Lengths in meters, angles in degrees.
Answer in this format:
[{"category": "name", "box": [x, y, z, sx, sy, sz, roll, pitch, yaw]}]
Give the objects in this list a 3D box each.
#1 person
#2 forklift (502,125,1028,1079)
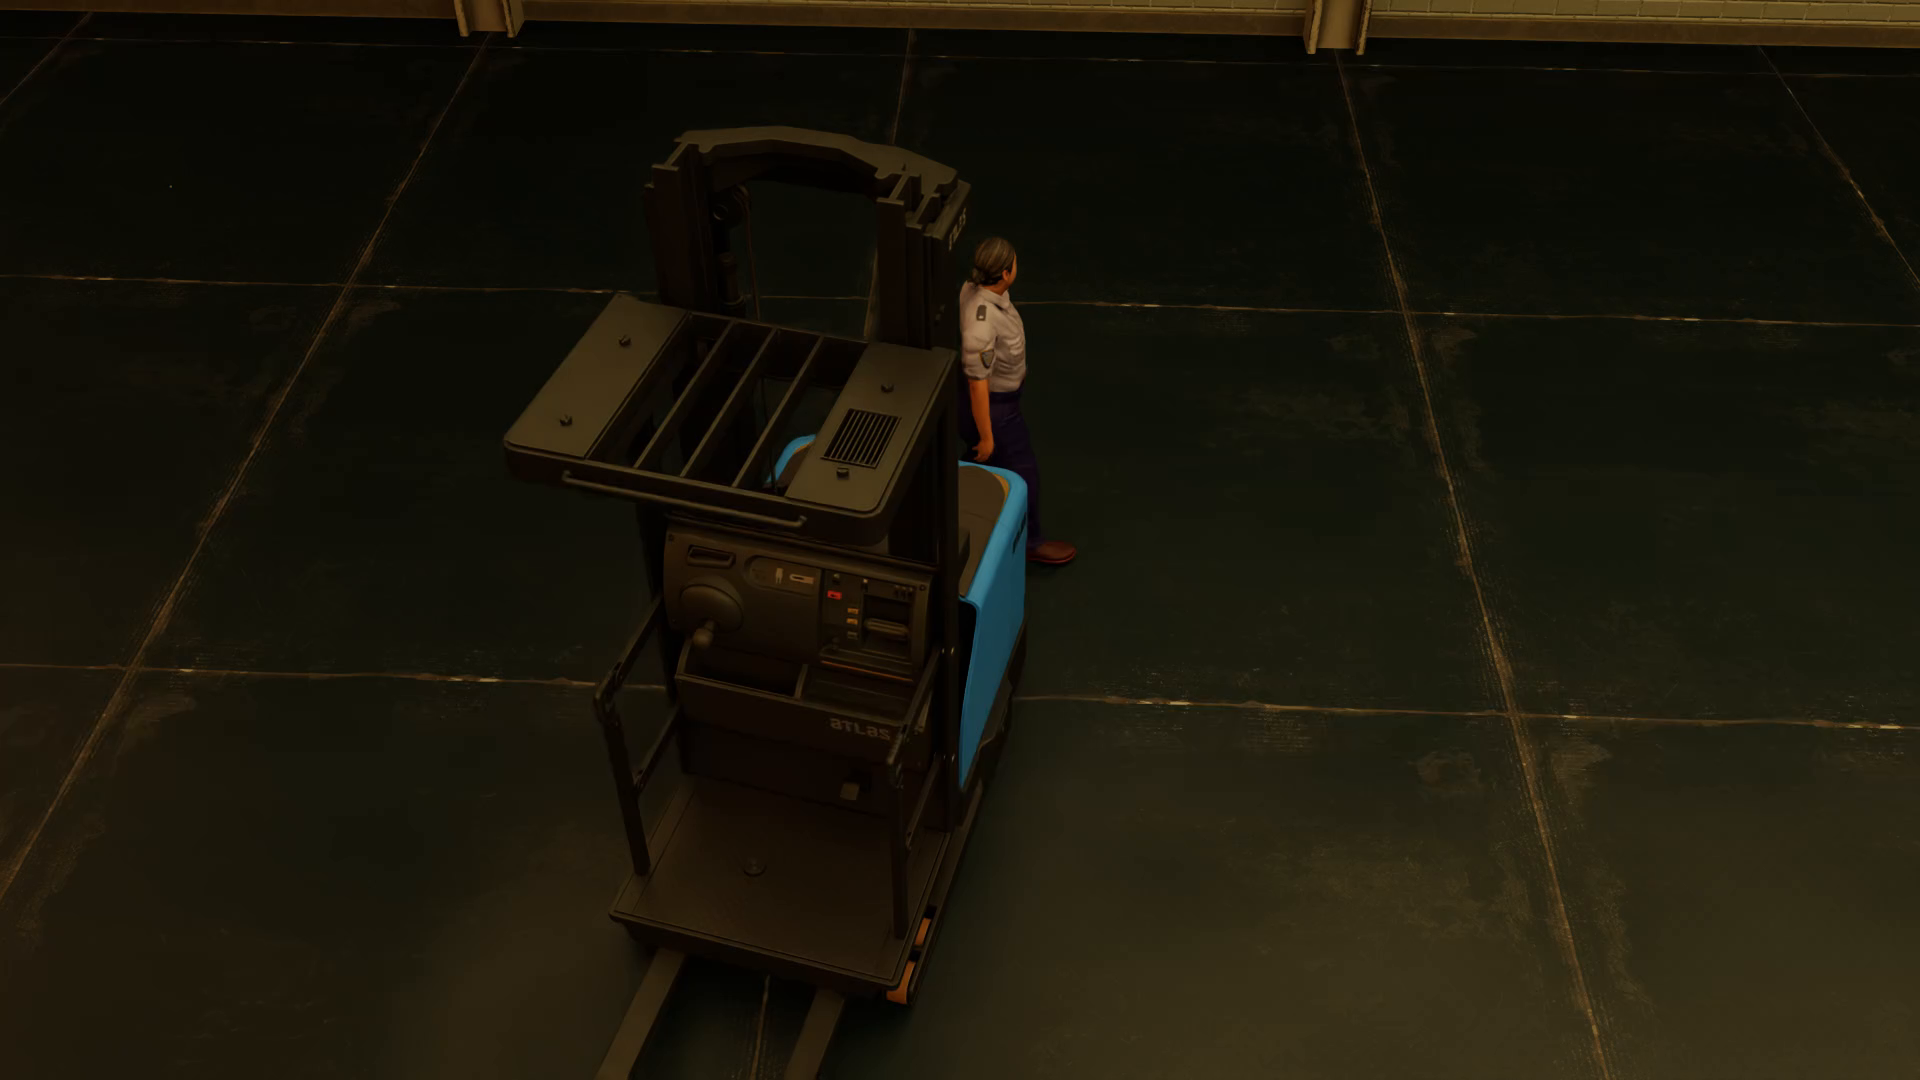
[{"category": "person", "box": [0.214, -0.625, 7.399, 0.625, 1.628, 0.630, -3, 43, -4]}, {"category": "forklift", "box": [-0.609, 0.306, 5.407, 1.130, 2.935, 3.031, 11, 44, 12]}]
